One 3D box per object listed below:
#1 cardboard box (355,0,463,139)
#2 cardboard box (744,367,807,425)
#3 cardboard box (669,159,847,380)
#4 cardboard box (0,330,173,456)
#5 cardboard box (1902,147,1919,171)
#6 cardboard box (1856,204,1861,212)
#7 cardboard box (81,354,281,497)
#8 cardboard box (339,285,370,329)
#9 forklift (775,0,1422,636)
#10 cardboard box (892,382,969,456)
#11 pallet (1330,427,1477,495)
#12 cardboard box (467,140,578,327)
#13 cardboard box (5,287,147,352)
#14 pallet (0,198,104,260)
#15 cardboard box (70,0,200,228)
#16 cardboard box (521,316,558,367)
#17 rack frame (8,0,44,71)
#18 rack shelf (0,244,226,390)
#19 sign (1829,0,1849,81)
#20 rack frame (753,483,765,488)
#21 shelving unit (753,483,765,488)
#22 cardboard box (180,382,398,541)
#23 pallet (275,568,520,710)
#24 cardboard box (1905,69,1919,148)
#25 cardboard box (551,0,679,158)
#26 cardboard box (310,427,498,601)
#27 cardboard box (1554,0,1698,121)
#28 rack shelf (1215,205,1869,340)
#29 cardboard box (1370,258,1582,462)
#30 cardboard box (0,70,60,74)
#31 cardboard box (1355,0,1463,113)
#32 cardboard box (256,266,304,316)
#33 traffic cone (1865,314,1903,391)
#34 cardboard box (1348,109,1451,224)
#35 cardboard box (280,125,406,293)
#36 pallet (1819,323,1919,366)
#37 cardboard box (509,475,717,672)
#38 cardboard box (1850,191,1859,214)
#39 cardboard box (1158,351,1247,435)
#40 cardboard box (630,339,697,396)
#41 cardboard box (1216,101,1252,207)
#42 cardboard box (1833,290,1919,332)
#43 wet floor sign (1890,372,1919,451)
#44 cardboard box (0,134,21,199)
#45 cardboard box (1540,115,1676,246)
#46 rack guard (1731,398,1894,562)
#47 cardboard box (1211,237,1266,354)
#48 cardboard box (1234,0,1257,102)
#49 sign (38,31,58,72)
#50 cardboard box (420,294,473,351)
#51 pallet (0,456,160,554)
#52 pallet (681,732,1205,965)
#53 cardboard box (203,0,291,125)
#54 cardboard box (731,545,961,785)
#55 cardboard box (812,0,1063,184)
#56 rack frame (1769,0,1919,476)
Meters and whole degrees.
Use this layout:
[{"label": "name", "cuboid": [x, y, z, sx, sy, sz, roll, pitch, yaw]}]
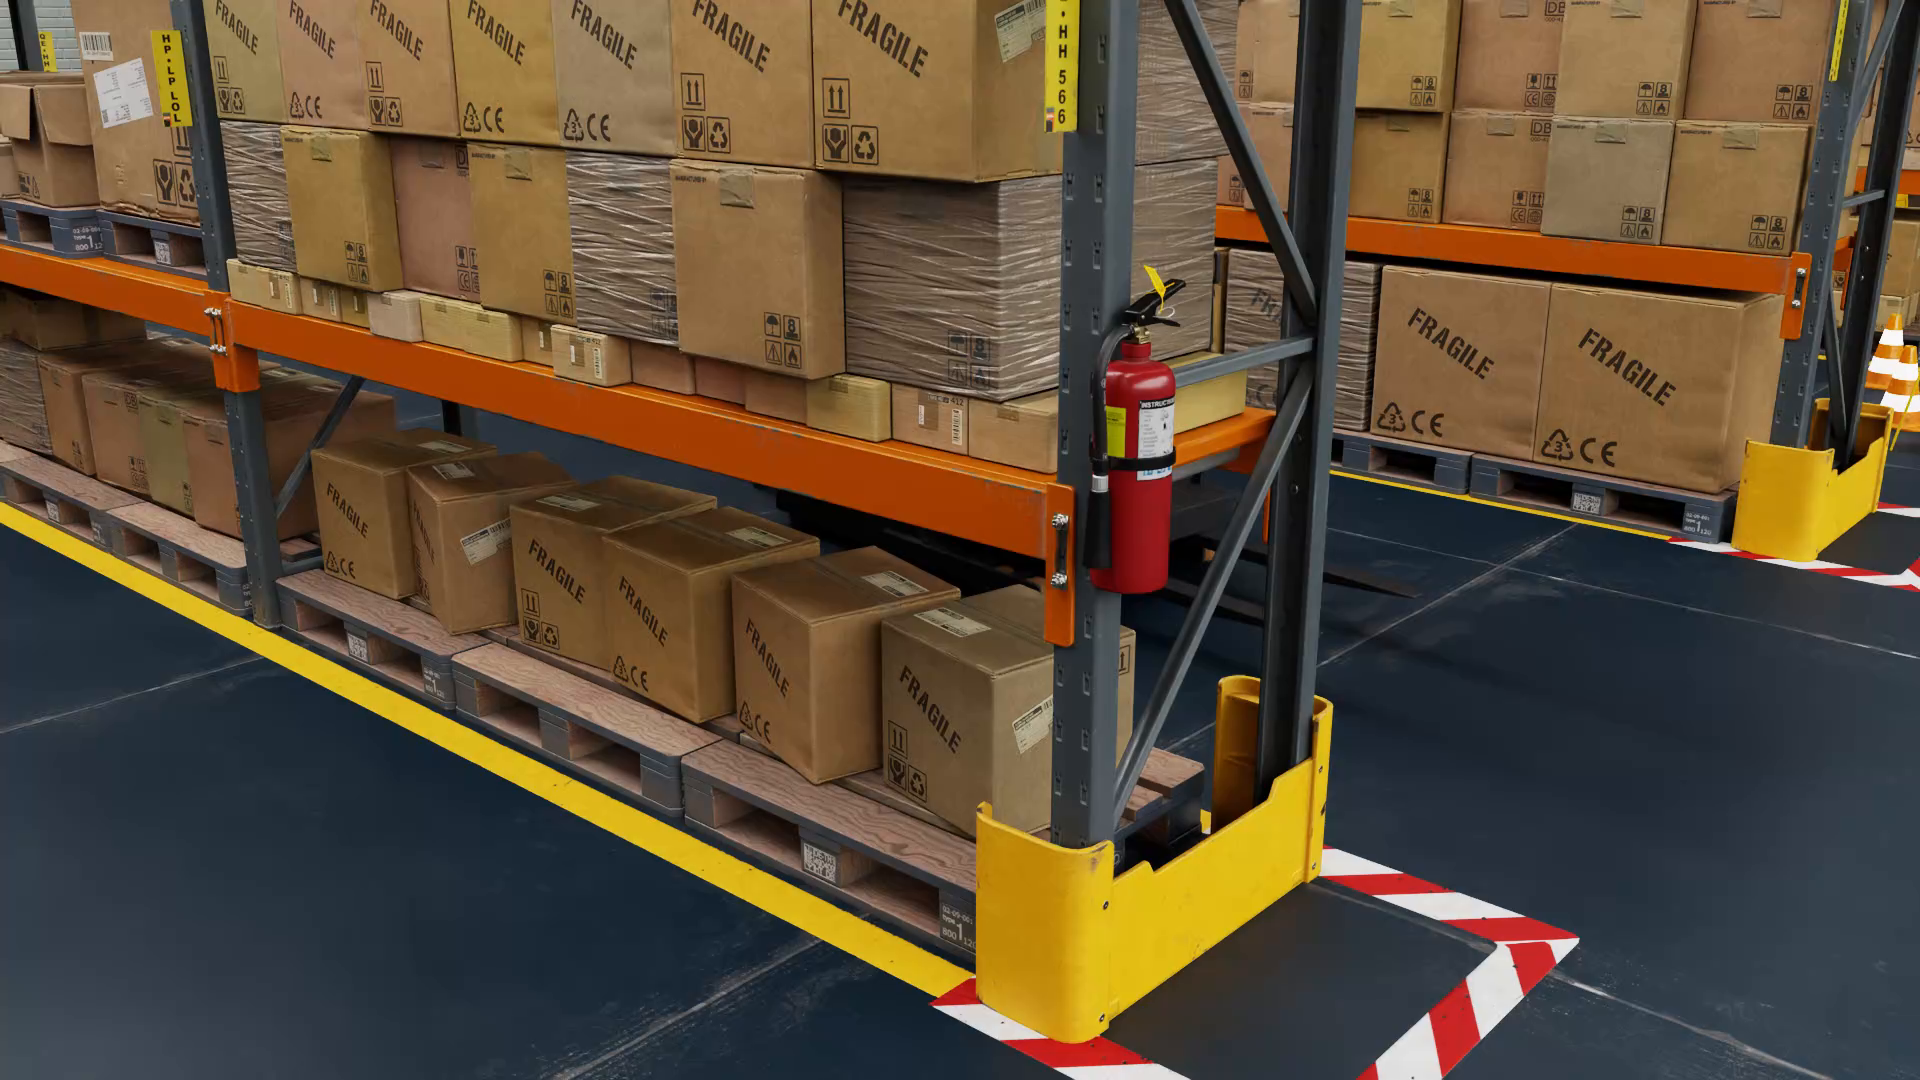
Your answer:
[{"label": "cardboard box", "cuboid": [-1.490, -1.514, 5.113, 0.500, 0.500, 0.500, 15, 23, 39]}, {"label": "cardboard box", "cuboid": [-0.349, -0.426, 4.412, 0.250, 0.149, 0.380, 15, 23, 39]}, {"label": "cardboard box", "cuboid": [-0.261, -0.772, 4.430, 0.500, 0.500, 0.875, 15, 23, 39]}, {"label": "cardboard box", "cuboid": [-4.460, -0.779, 8.513, 0.500, 0.500, 0.700, 13, 22, 35]}, {"label": "cardboard box", "cuboid": [6.478, -2.568, 11.160, 0.250, 0.149, 0.380, 15, 23, 39]}, {"label": "cardboard box", "cuboid": [6.331, -2.215, 12.245, 0.500, 0.500, 0.500, 14, 22, 37]}, {"label": "cardboard box", "cuboid": [-3.614, -0.555, 7.806, 0.500, 0.500, 0.700, 13, 22, 35]}, {"label": "cardboard box", "cuboid": [-1.868, -0.820, 5.652, 0.250, 0.149, 0.380, 15, 23, 39]}, {"label": "forklift", "cuboid": [0.482, -1.258, 6.731, 1.130, 2.935, 3.031, -15, 23, -39]}, {"label": "cardboard box", "cuboid": [0.049, -0.334, 4.121, 0.250, 0.149, 0.380, 15, 23, 39]}, {"label": "pallet", "cuboid": [2.395, -0.554, 9.007, 1.213, 0.211, 1.003, 15, 23, 39]}, {"label": "cardboard box", "cuboid": [-0.973, -0.986, 5.102, 0.500, 0.500, 0.875, 15, 23, 39]}, {"label": "cardboard box", "cuboid": [-4.474, -1.143, 8.420, 0.500, 0.250, 0.500, -15, 23, -40]}, {"label": "pallet", "cuboid": [-3.890, -1.520, 7.759, 1.213, 0.211, 1.003, 15, 23, 39]}, {"label": "cardboard box", "cuboid": [-2.908, -1.874, 6.870, 1.000, 1.000, 1.000, 15, 23, 40]}, {"label": "cardboard box", "cuboid": [-1.097, -0.627, 5.044, 0.250, 0.149, 0.380, 15, 23, 39]}, {"label": "rack frame", "cuboid": [-5.398, -1.999, 8.953, 0.127, 3.000, 1.000, 15, 23, 39]}, {"label": "rack shelf", "cuboid": [-3.902, -1.255, 7.796, 4.000, 0.370, 1.077, 15, 23, 39]}, {"label": "sign", "cuboid": [3.583, -2.040, 6.775, 0.005, 0.325, 0.100, 15, 23, 39]}, {"label": "rack frame", "cuboid": [-0.897, -1.308, 8.261, 0.400, 2.100, 0.015, -15, 23, -39]}, {"label": "shelving unit", "cuboid": [-0.735, -1.253, 8.088, 0.431, 2.100, 0.503, -15, 23, -39]}, {"label": "cardboard box", "cuboid": [-2.851, -0.343, 7.138, 0.500, 0.500, 0.700, 13, 22, 35]}, {"label": "pallet", "cuboid": [-1.881, 0.260, 6.444, 1.213, 0.211, 1.003, 15, 23, 39]}, {"label": "cardboard box", "cuboid": [6.574, -2.871, 11.043, 0.500, 0.500, 0.500, 15, 23, 38]}, {"label": "cardboard box", "cuboid": [-0.740, -1.314, 4.482, 0.500, 0.500, 0.500, 15, 23, 39]}, {"label": "cardboard box", "cuboid": [-2.134, -0.116, 6.455, 0.500, 0.500, 0.500, 14, 22, 38]}, {"label": "cardboard box", "cuboid": [3.229, -2.254, 7.722, 0.550, 0.550, 0.875, 15, 23, 39]}, {"label": "rack shelf", "cuboid": [2.457, -1.554, 8.738, 4.000, 0.370, 1.077, 15, 23, 39]}, {"label": "cardboard box", "cuboid": [2.743, -0.980, 8.559, 0.875, 0.875, 0.875, 15, 23, 38]}, {"label": "cardboard box", "cuboid": [-4.968, -2.148, 8.561, 0.500, 0.500, 0.500, 12, 21, 33]}, {"label": "cardboard box", "cuboid": [2.417, -2.474, 8.416, 0.500, 0.550, 0.875, 15, 23, 39]}, {"label": "cardboard box", "cuboid": [-2.267, -0.912, 5.942, 0.250, 0.149, 0.380, 15, 23, 39]}, {"label": "traffic cone", "cuboid": [5.985, -1.221, 10.692, 0.334, 0.463, 0.336, 15, 23, 39]}, {"label": "cardboard box", "cuboid": [2.460, -1.974, 8.625, 0.500, 0.550, 0.875, 15, 23, 39]}, {"label": "cardboard box", "cuboid": [-1.760, -1.173, 5.692, 0.500, 0.500, 0.875, 15, 23, 39]}, {"label": "pallet", "cuboid": [6.522, -1.492, 11.965, 1.213, 0.211, 1.003, 15, 23, 39]}, {"label": "cardboard box", "cuboid": [-1.184, 0.105, 5.761, 0.500, 0.500, 0.500, 13, 22, 34]}, {"label": "cardboard box", "cuboid": [6.072, -2.352, 11.603, 0.250, 0.149, 0.380, 16, 24, 41]}, {"label": "cardboard box", "cuboid": [0.530, -0.385, 4.280, 0.250, 0.149, 0.380, 15, 23, 39]}, {"label": "cardboard box", "cuboid": [-0.711, -0.531, 4.742, 0.250, 0.149, 0.380, 15, 23, 39]}, {"label": "cardboard box", "cuboid": [1.672, -2.193, 9.315, 0.550, 0.550, 0.875, 15, 23, 39]}, {"label": "cardboard box", "cuboid": [6.362, -1.631, 11.644, 0.500, 0.250, 0.500, 15, 23, 39]}, {"label": "wet floor sign", "cuboid": [5.289, -0.815, 9.113, 0.232, 0.644, 0.267, 11, 20, 30]}, {"label": "cardboard box", "cuboid": [-4.297, -1.739, 7.688, 0.500, 0.250, 0.500, 14, 22, 38]}, {"label": "cardboard box", "cuboid": [3.220, -1.736, 7.876, 0.550, 0.550, 0.875, 15, 23, 39]}, {"label": "rack guard", "cuboid": [3.971, -0.299, 7.726, 0.348, 0.500, 1.175, 15, 23, 39]}, {"label": "cardboard box", "cuboid": [1.385, -1.343, 9.704, 0.875, 0.875, 0.875, 15, 23, 40]}, {"label": "cardboard box", "cuboid": [1.703, -2.718, 9.185, 0.550, 0.550, 0.875, 15, 23, 39]}, {"label": "sign", "cuboid": [-5.045, -2.638, 9.183, 0.005, 0.325, 0.100, 15, 23, 39]}, {"label": "cardboard box", "cuboid": [-1.494, -0.720, 5.336, 0.250, 0.149, 0.380, 15, 23, 39]}, {"label": "pallet", "cuboid": [-3.906, -0.268, 8.107, 1.213, 0.211, 1.003, 15, 23, 39]}, {"label": "pallet", "cuboid": [-0.056, 0.750, 4.901, 1.213, 0.211, 1.003, 15, 23, 39]}, {"label": "cardboard box", "cuboid": [-2.239, -1.714, 5.745, 0.500, 0.500, 0.500, 15, 23, 39]}, {"label": "cardboard box", "cuboid": [-0.340, 0.357, 4.967, 0.500, 0.500, 0.500, -11, 21, -31]}, {"label": "cardboard box", "cuboid": [0.010, -1.114, 3.852, 0.500, 0.500, 0.500, 15, 23, 39]}, {"label": "rack frame", "cuboid": [3.953, -1.495, 7.364, 0.127, 3.000, 1.000, 15, 23, 39]}]
